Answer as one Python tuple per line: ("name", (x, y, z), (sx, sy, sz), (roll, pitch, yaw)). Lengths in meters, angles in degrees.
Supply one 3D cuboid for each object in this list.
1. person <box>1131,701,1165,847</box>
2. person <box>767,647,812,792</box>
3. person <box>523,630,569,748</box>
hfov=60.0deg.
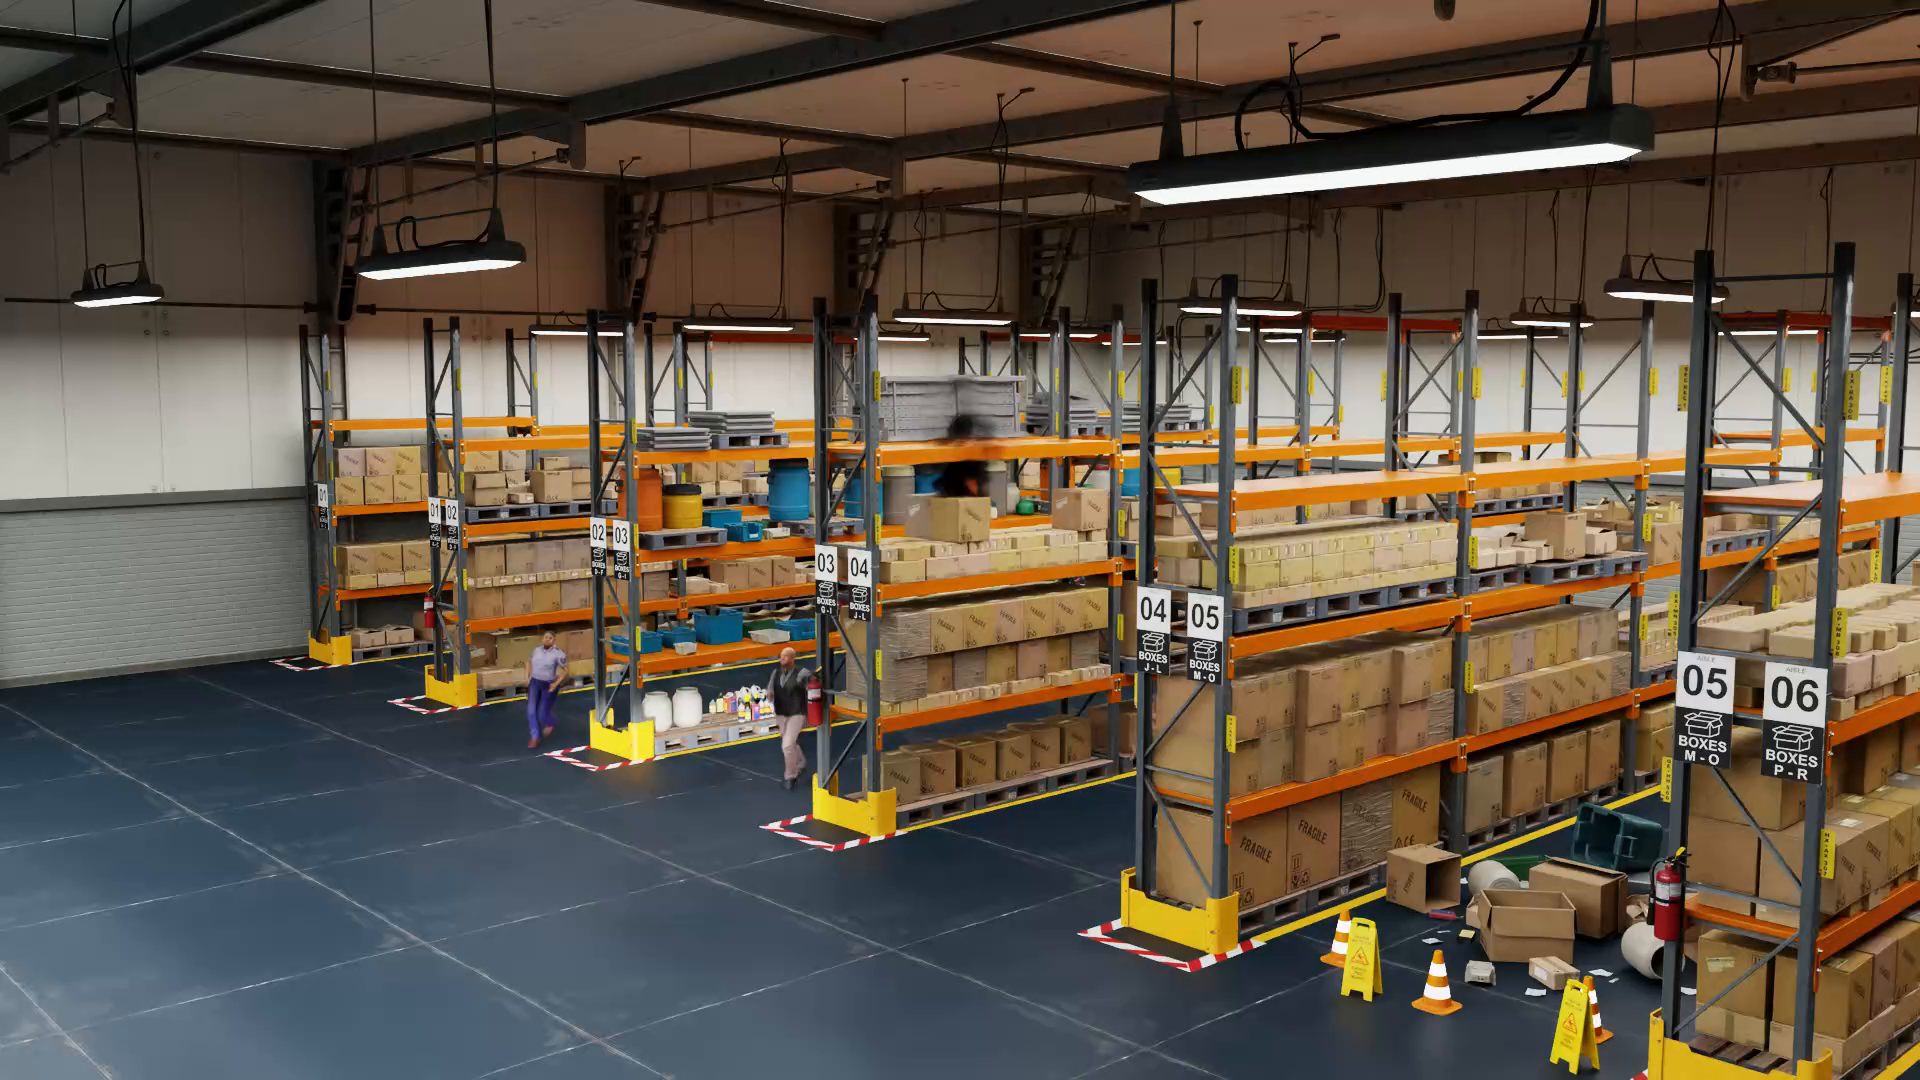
("person", (2.108, 2.536, 18.144), (0.541, 1.567, 0.843), (4, 7, 31))
("person", (-2.107, 2.232, 20.754), (0.673, 1.801, 0.760), (4, 7, 33))
("person", (-5.739, 2.050, 23.120), (0.657, 1.613, 0.604), (1, 6, 10))
